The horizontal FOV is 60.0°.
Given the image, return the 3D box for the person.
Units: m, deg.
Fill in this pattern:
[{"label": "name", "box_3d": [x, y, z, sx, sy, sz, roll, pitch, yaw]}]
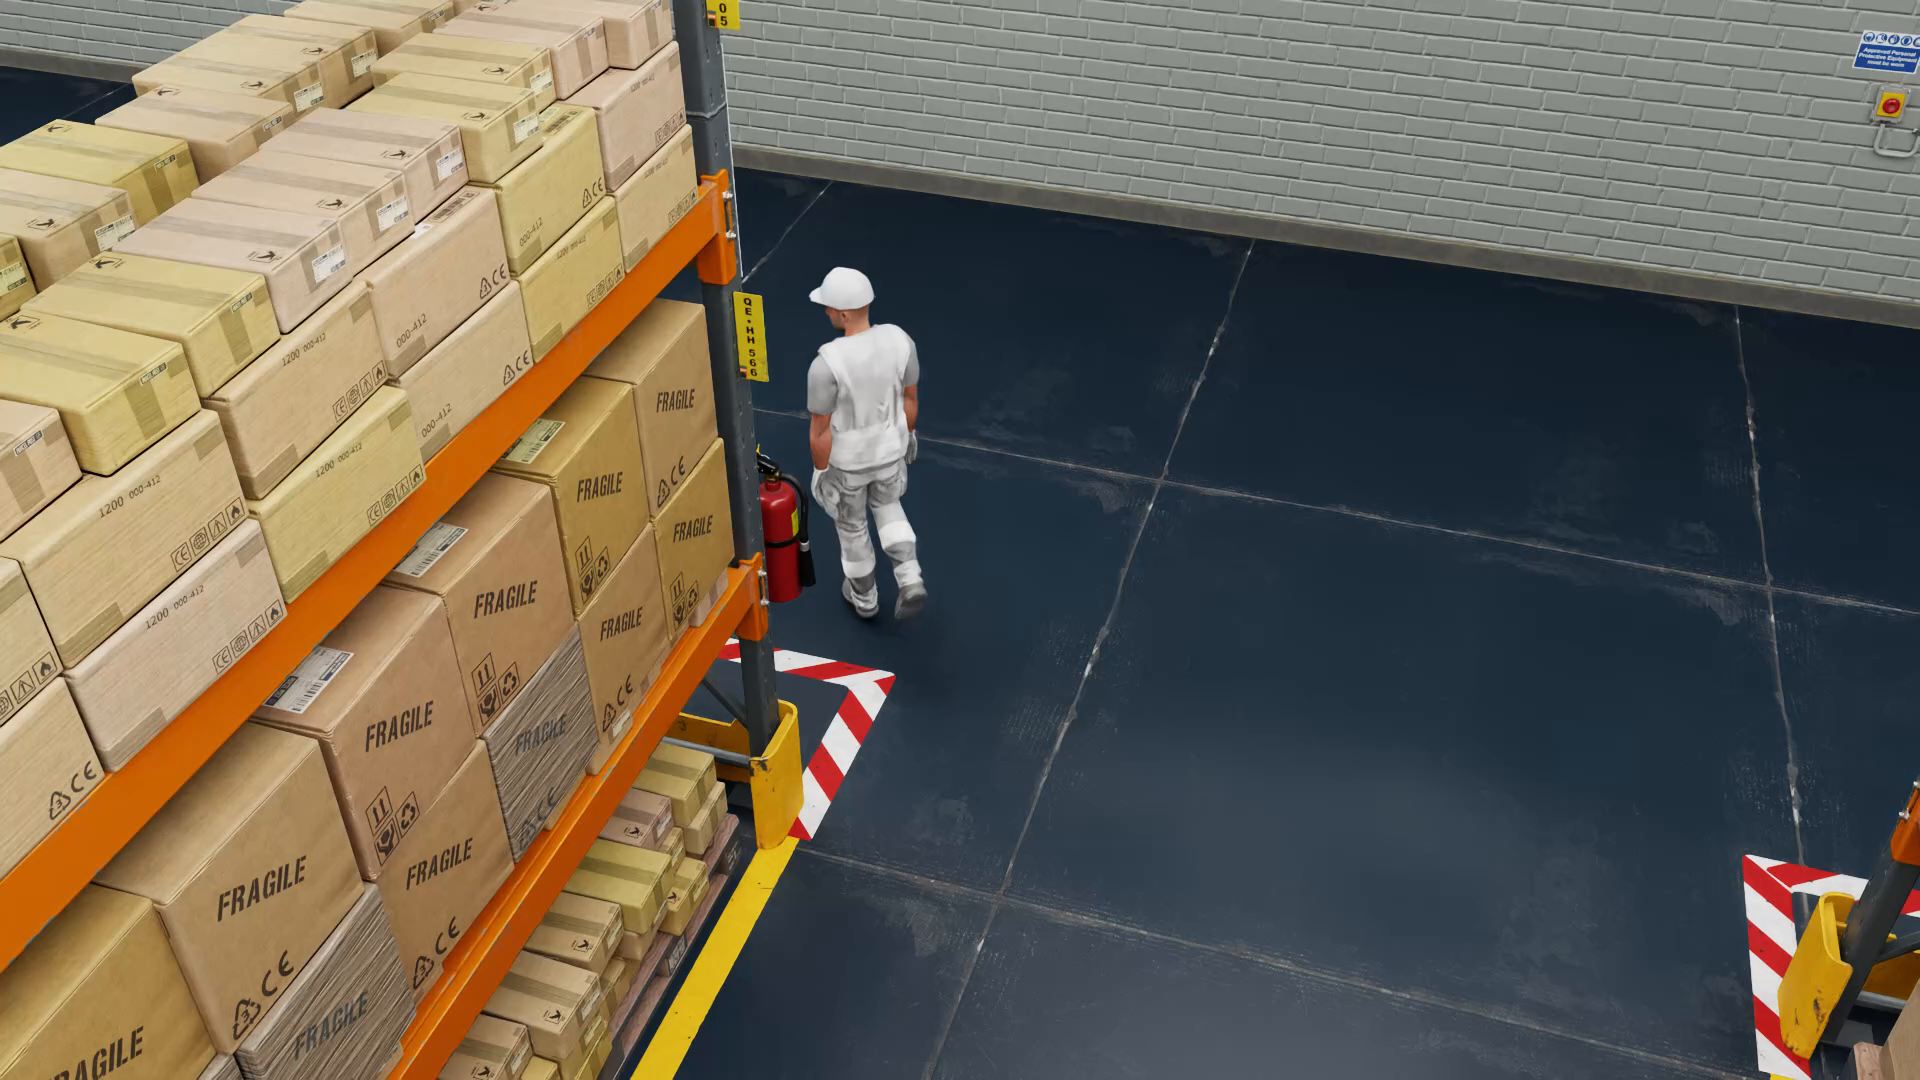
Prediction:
[{"label": "person", "box_3d": [-0.399, -0.351, 7.308, 0.562, 1.779, 0.596, -18, 40, -22]}]
